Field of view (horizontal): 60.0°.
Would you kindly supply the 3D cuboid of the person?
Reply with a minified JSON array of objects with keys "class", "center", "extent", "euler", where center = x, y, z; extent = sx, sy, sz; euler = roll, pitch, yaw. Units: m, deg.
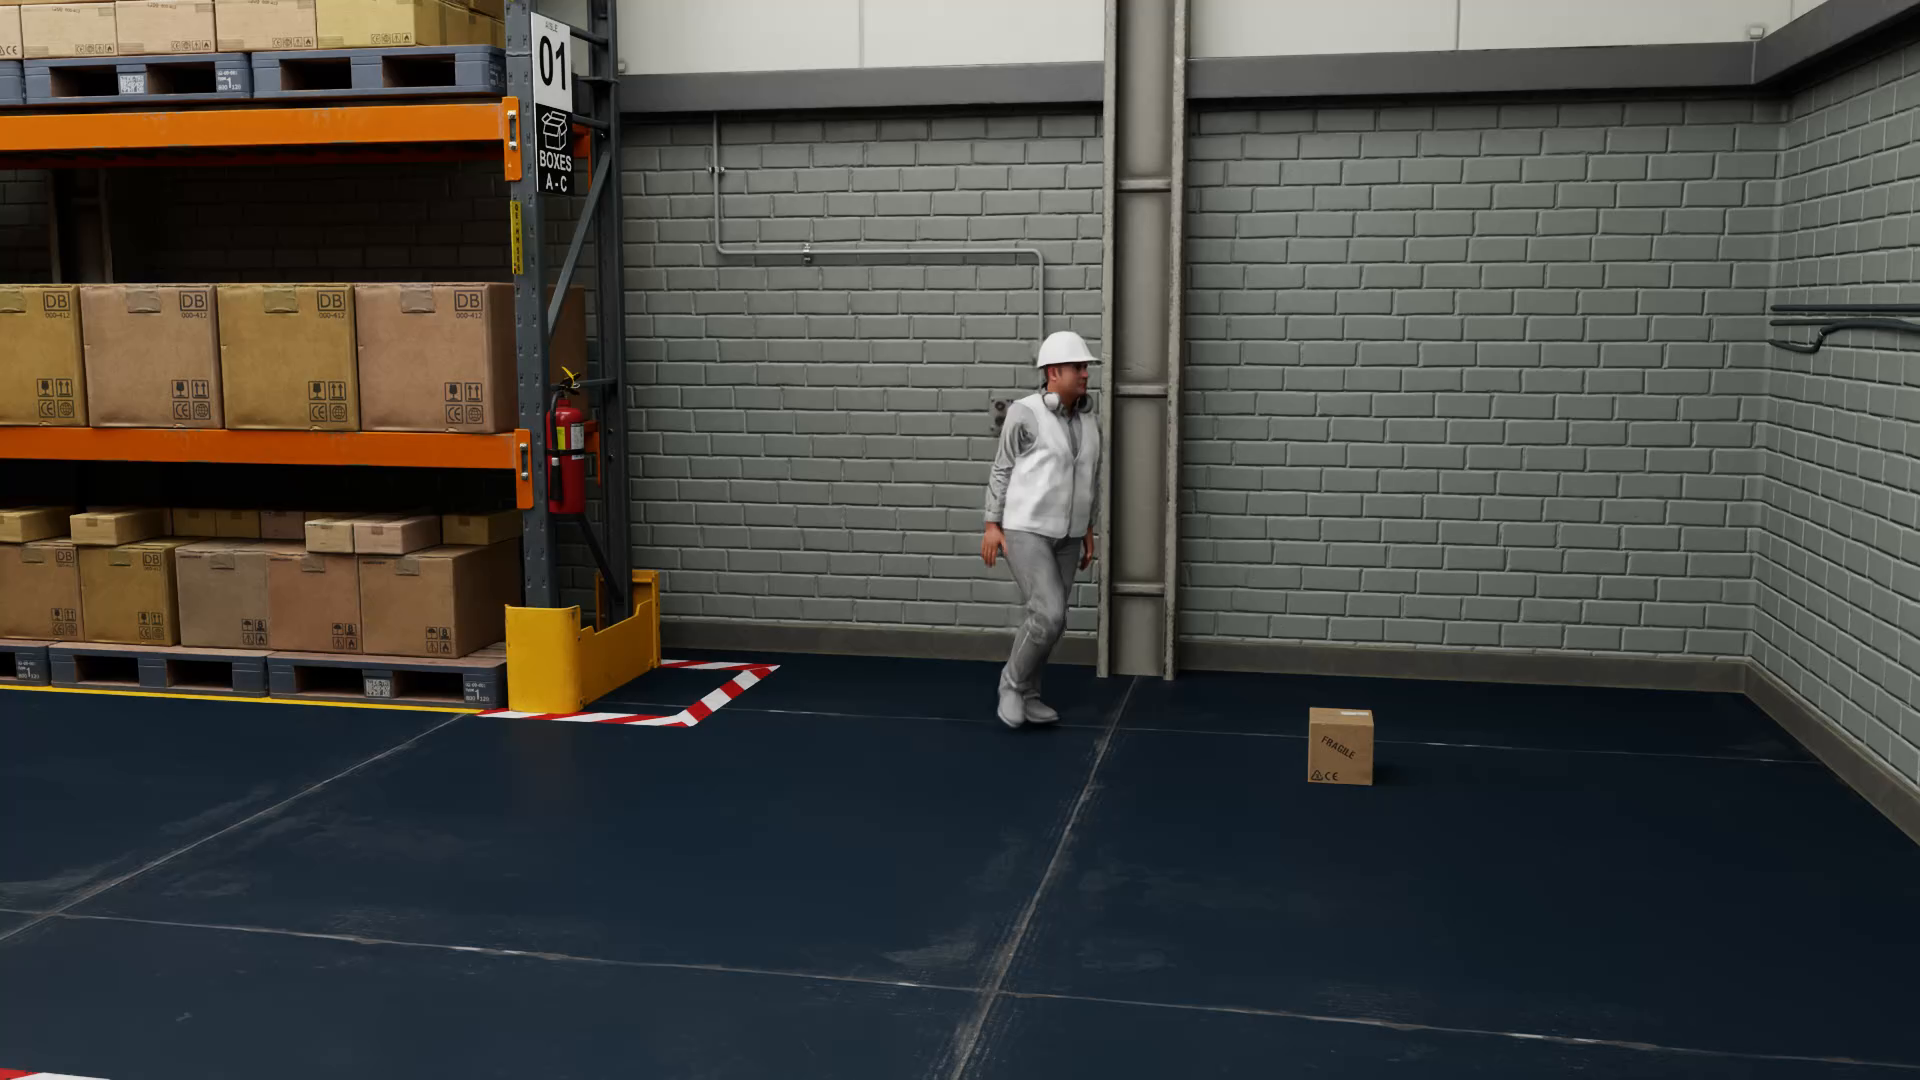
[{"class":"person","center":[0.389,-0.044,7.404],"extent":[0.566,1.758,0.514],"euler":[-7,10,-40]}]
